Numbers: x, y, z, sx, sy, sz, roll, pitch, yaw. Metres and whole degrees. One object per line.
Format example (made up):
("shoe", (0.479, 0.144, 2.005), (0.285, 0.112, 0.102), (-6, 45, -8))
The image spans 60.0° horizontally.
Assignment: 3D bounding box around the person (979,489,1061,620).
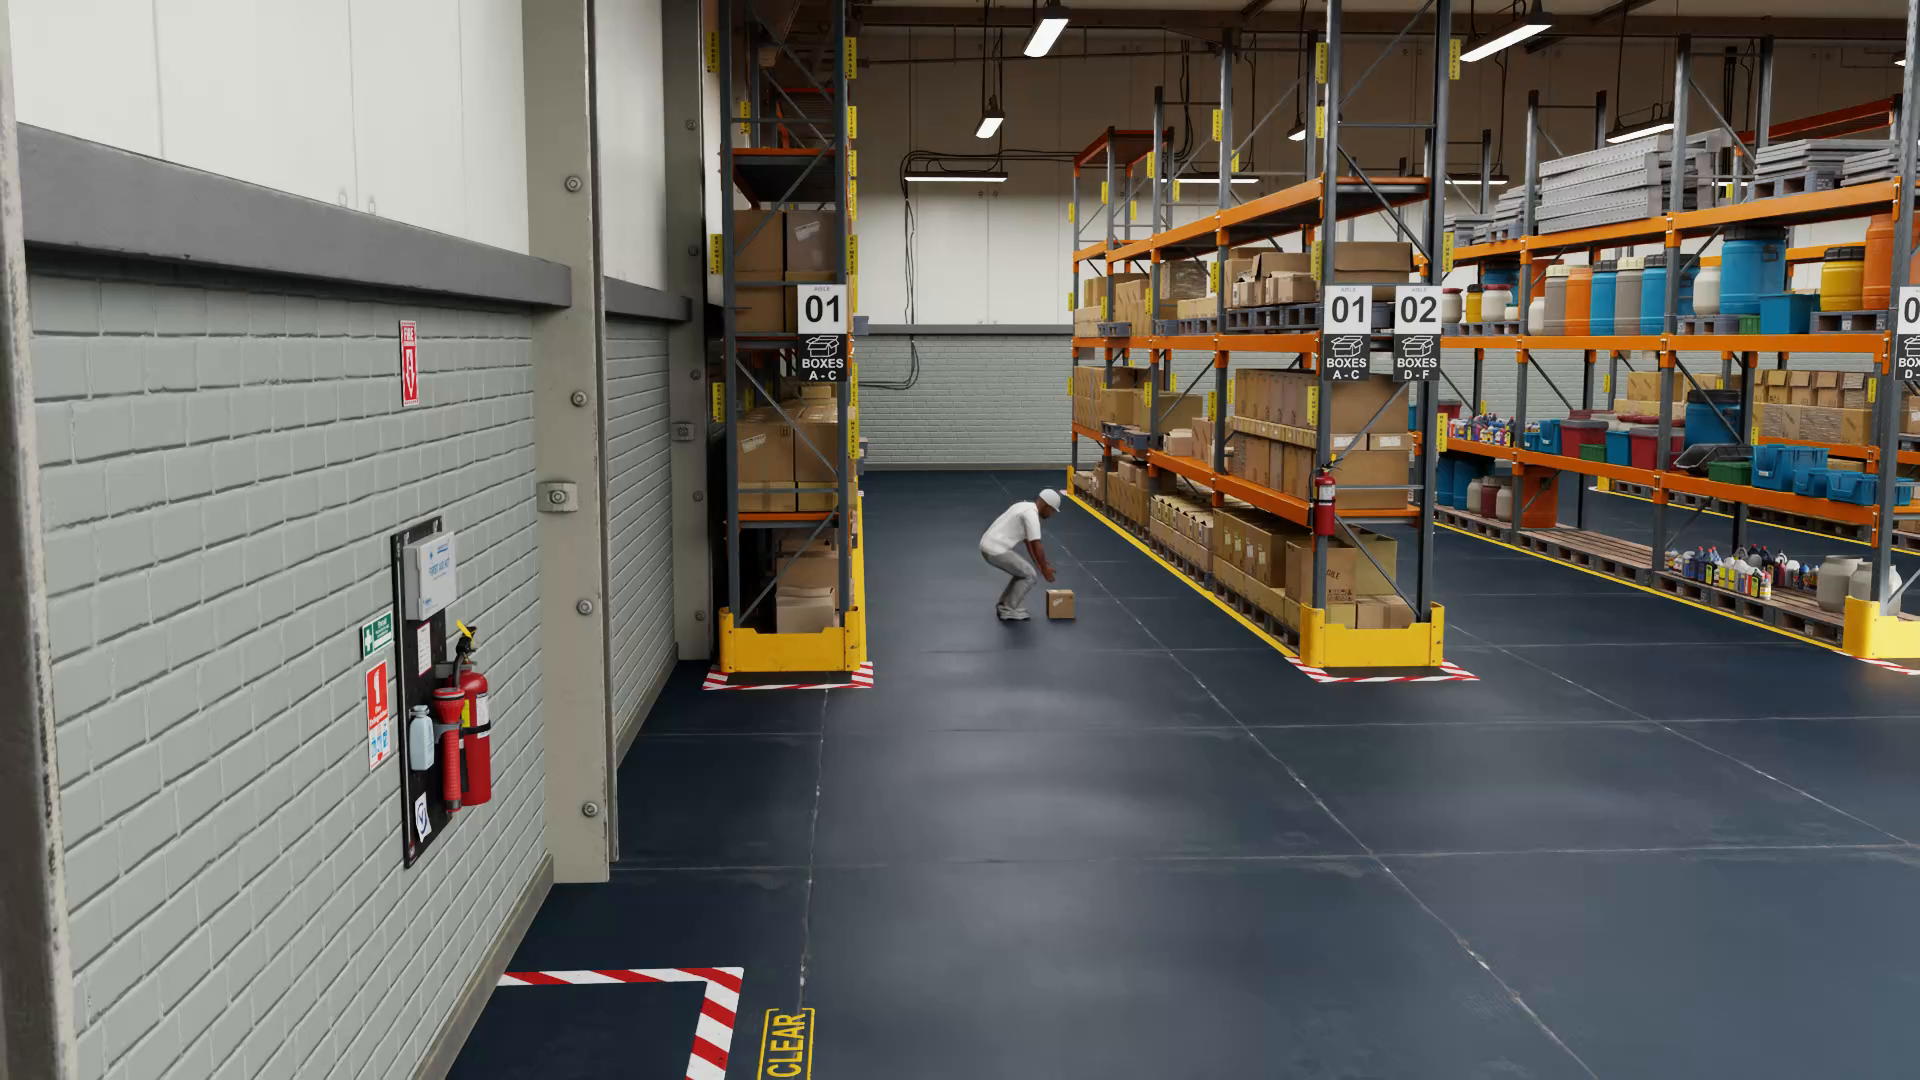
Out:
("person", (0.595, 0.129, 16.609), (0.817, 1.283, 0.627), (0, 7, -4))
